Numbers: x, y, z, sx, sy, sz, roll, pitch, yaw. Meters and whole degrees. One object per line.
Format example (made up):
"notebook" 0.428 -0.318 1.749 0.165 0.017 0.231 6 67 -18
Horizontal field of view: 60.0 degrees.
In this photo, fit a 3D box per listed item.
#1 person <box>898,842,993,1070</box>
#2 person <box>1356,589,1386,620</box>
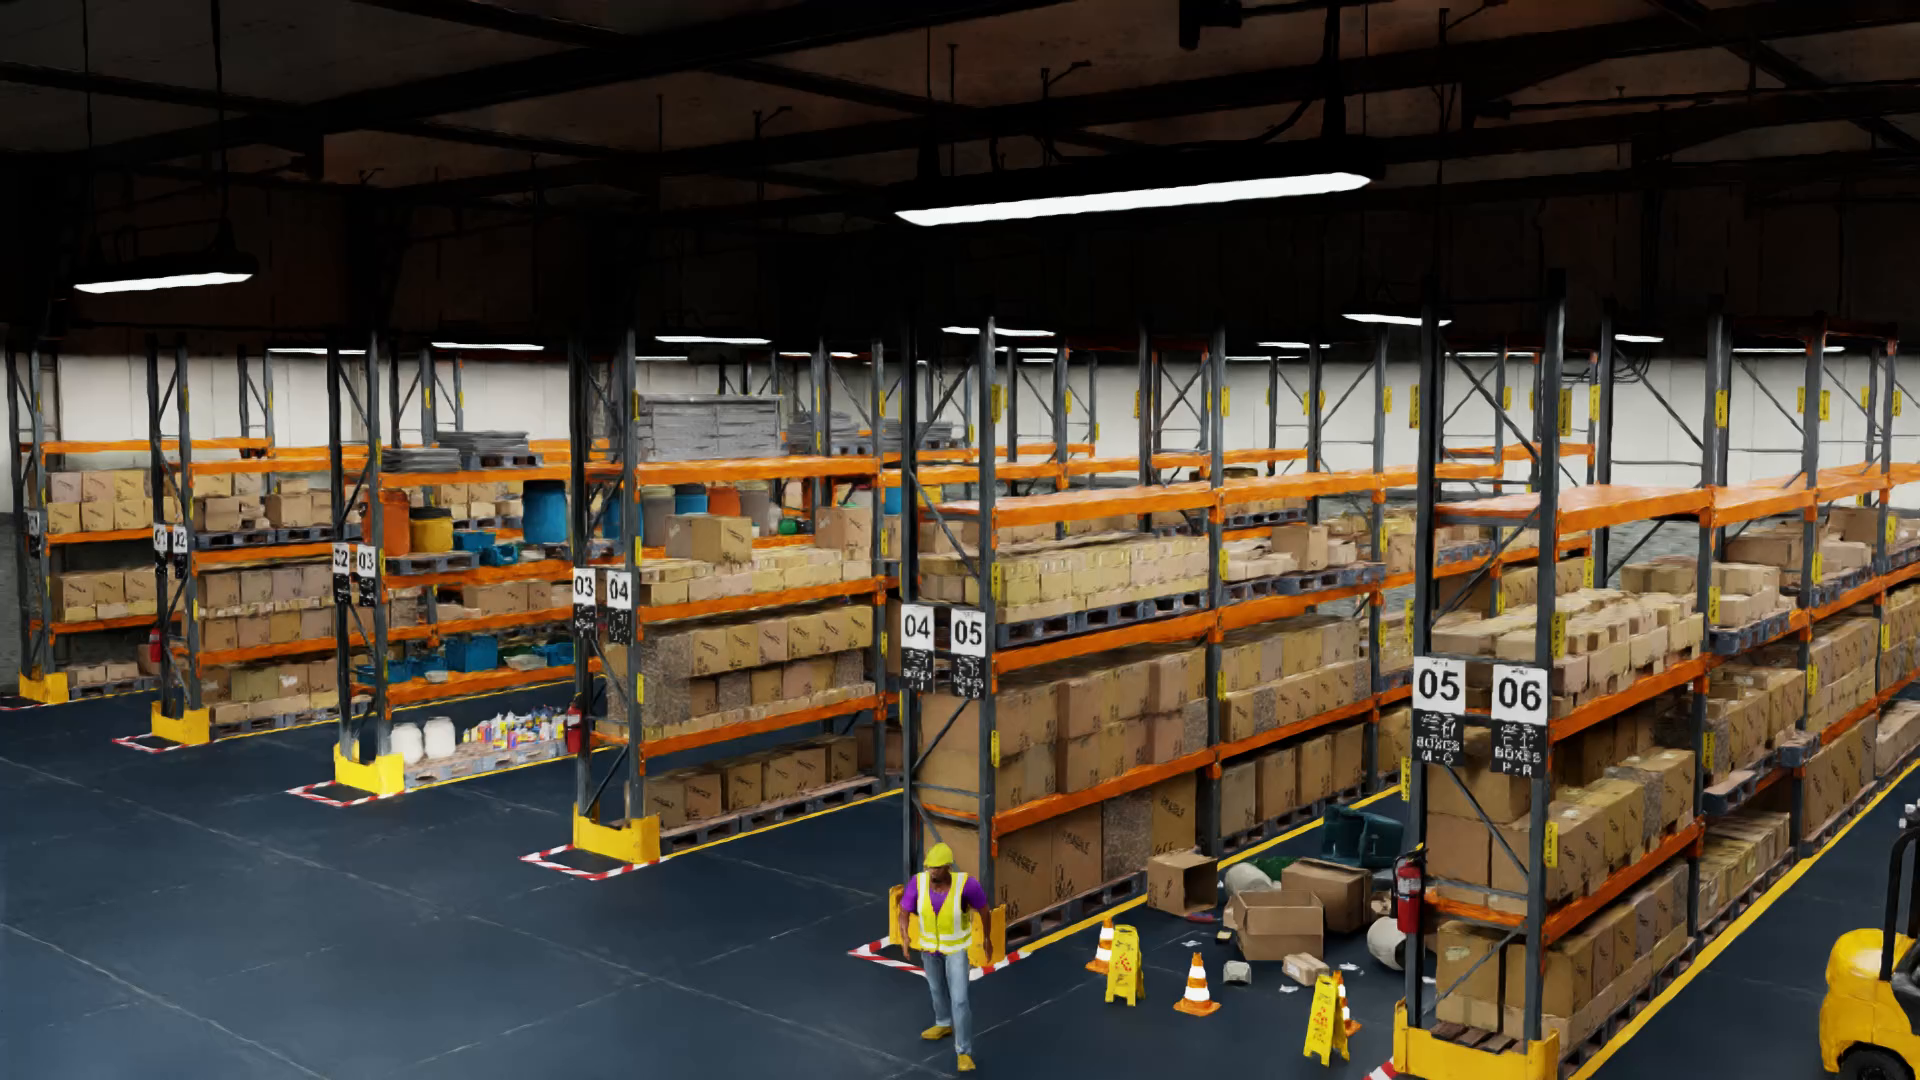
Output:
"person" -0.106 3.150 12.901 0.714 1.697 0.823 2 6 21
"person" 8.002 1.454 32.260 0.625 1.607 0.802 2 5 20
